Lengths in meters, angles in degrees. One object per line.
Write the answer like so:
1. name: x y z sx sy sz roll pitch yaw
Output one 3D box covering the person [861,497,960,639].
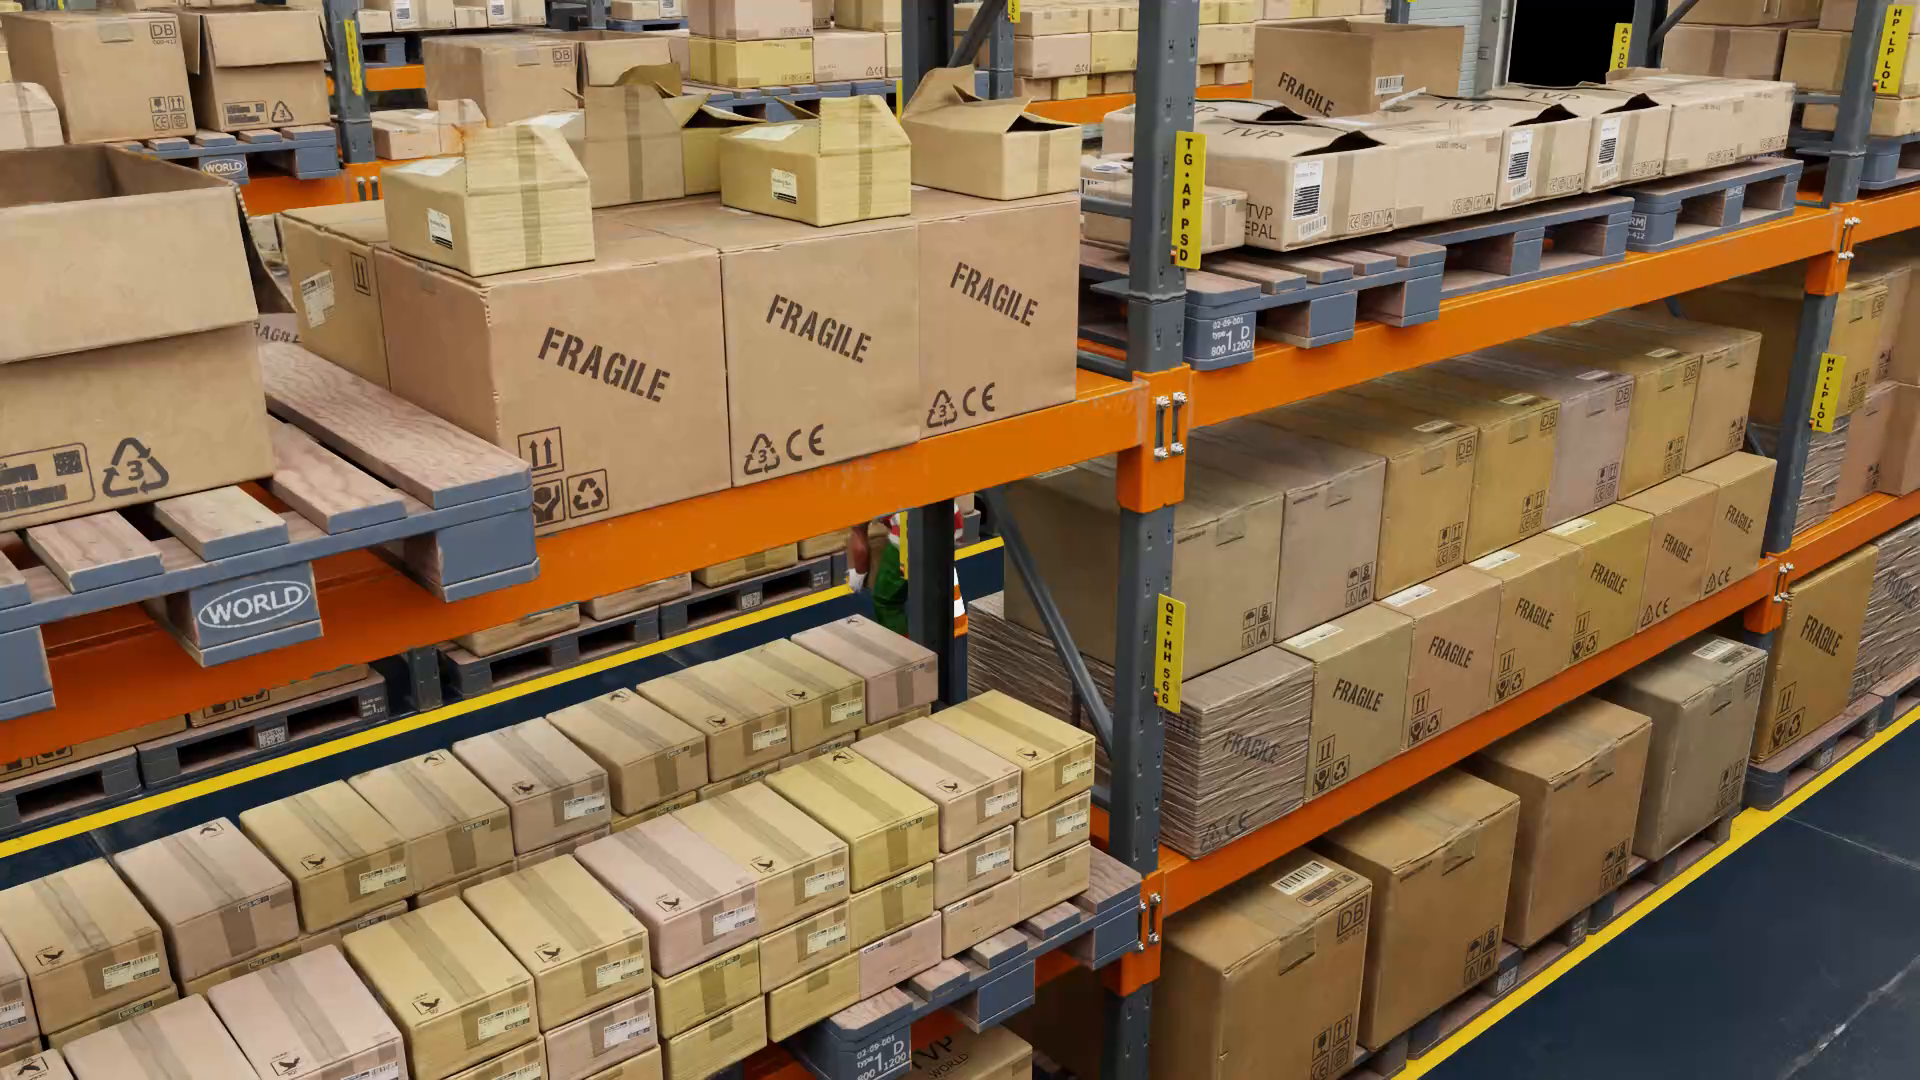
1. person: -0.274 -0.049 8.674 0.504 1.790 0.565 -17 27 -38
